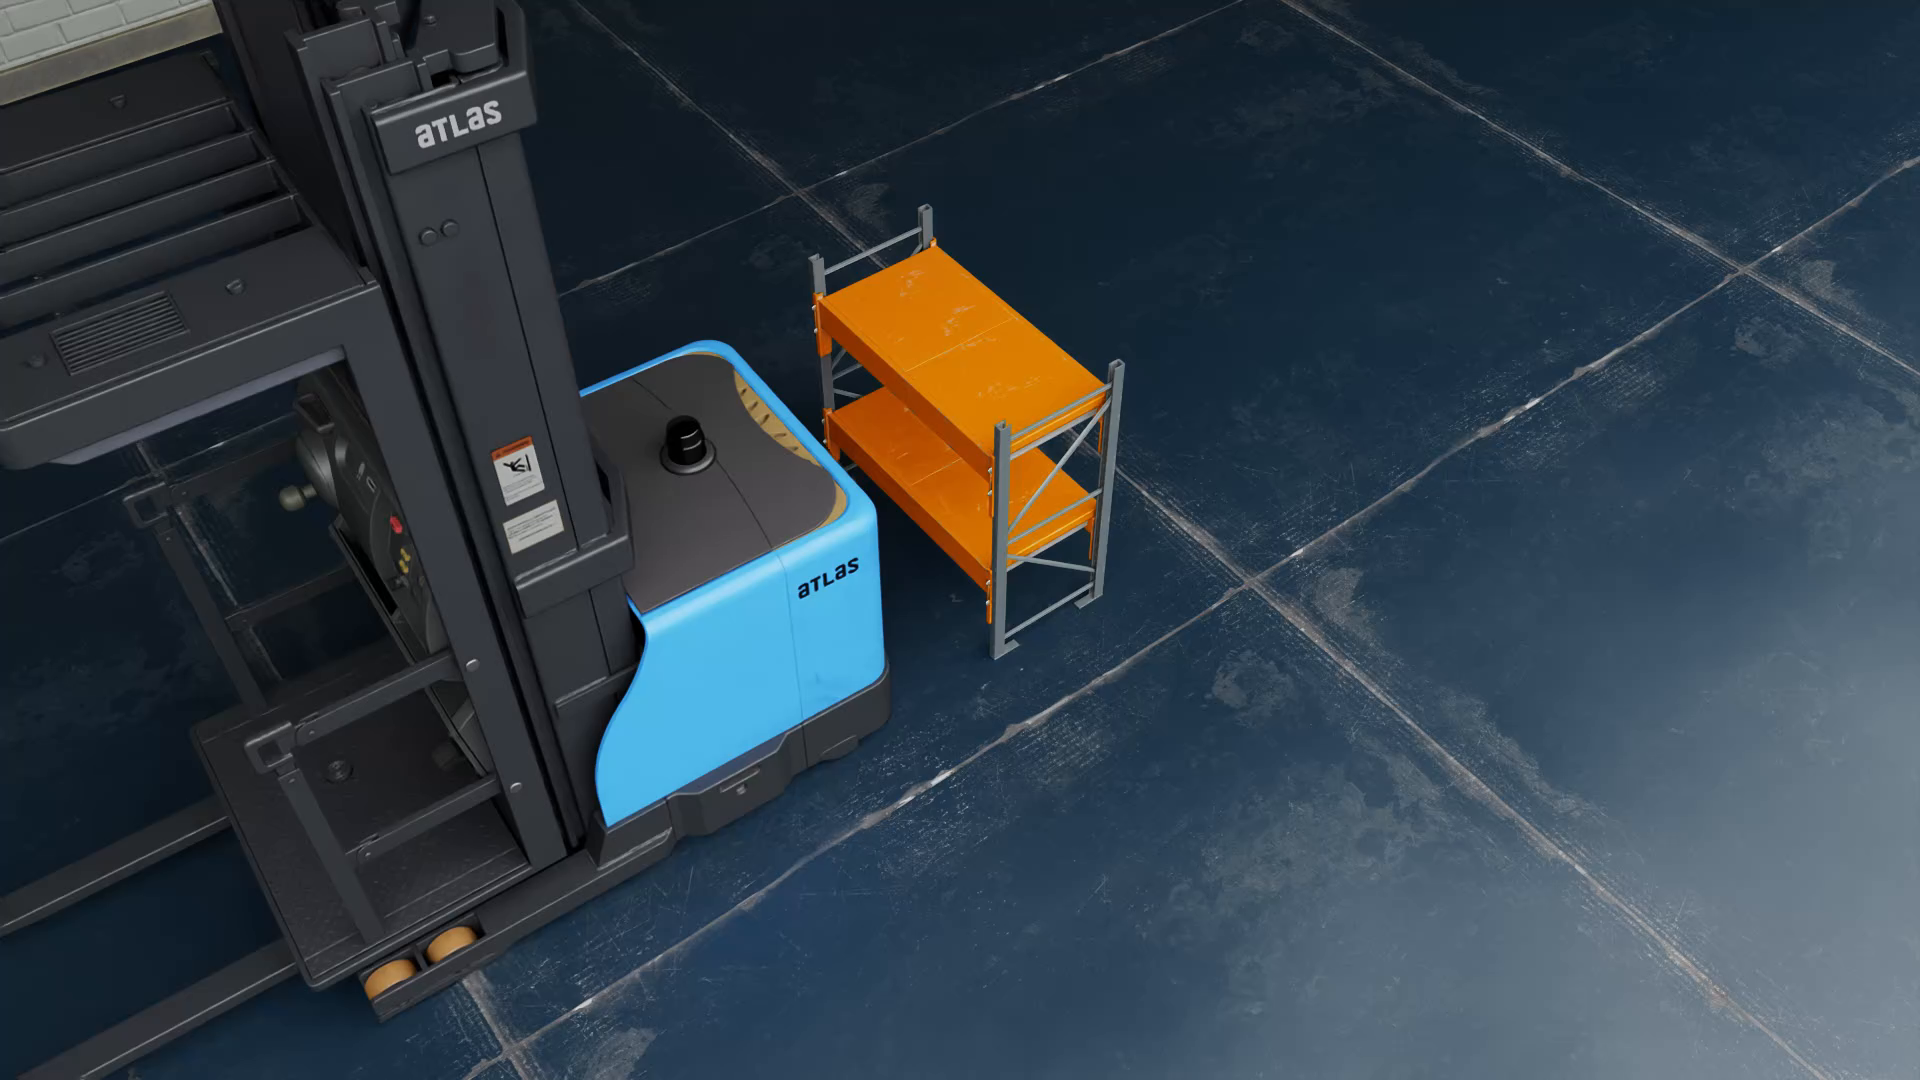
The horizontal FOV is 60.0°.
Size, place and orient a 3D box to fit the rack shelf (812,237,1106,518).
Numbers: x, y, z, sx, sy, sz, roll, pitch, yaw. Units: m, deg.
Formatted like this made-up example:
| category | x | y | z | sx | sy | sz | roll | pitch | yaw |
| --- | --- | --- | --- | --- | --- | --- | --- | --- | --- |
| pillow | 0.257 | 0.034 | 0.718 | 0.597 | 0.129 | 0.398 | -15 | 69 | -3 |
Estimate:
| category | x | y | z | sx | sy | sz | roll | pitch | yaw |
| --- | --- | --- | --- | --- | --- | --- | --- | --- | --- |
| rack shelf | 0.004 | -0.570 | 5.613 | 0.538 | 0.278 | 1.000 | -29 | 54 | -24 |

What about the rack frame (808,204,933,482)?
| category | x | y | z | sx | sy | sz | roll | pitch | yaw |
| --- | --- | --- | --- | --- | --- | --- | --- | --- | --- |
| rack frame | -0.304 | -0.674 | 6.101 | 0.500 | 1.125 | 0.032 | -29 | 54 | -24 |

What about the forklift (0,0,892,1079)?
| category | x | y | z | sx | sy | sz | roll | pitch | yaw |
| --- | --- | --- | --- | --- | --- | --- | --- | --- | --- |
| forklift | -1.733 | -0.024 | 4.293 | 3.031 | 2.935 | 1.130 | -27 | 53 | -23 |

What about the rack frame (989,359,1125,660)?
| category | x | y | z | sx | sy | sz | roll | pitch | yaw |
| --- | --- | --- | --- | --- | --- | --- | --- | --- | --- |
| rack frame | 0.312 | -0.074 | 5.558 | 0.500 | 1.125 | 0.032 | -29 | 54 | -24 |

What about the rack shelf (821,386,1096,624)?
| category | x | y | z | sx | sy | sz | roll | pitch | yaw |
| --- | --- | --- | --- | --- | --- | --- | --- | --- | --- |
| rack shelf | 0.004 | -0.210 | 6.011 | 0.538 | 0.278 | 1.000 | -29 | 54 | -24 |

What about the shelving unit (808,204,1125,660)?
| category | x | y | z | sx | sy | sz | roll | pitch | yaw |
| --- | --- | --- | --- | --- | --- | --- | --- | --- | --- |
| shelving unit | 0.004 | -0.374 | 5.830 | 0.538 | 1.125 | 1.048 | -29 | 54 | -24 |
